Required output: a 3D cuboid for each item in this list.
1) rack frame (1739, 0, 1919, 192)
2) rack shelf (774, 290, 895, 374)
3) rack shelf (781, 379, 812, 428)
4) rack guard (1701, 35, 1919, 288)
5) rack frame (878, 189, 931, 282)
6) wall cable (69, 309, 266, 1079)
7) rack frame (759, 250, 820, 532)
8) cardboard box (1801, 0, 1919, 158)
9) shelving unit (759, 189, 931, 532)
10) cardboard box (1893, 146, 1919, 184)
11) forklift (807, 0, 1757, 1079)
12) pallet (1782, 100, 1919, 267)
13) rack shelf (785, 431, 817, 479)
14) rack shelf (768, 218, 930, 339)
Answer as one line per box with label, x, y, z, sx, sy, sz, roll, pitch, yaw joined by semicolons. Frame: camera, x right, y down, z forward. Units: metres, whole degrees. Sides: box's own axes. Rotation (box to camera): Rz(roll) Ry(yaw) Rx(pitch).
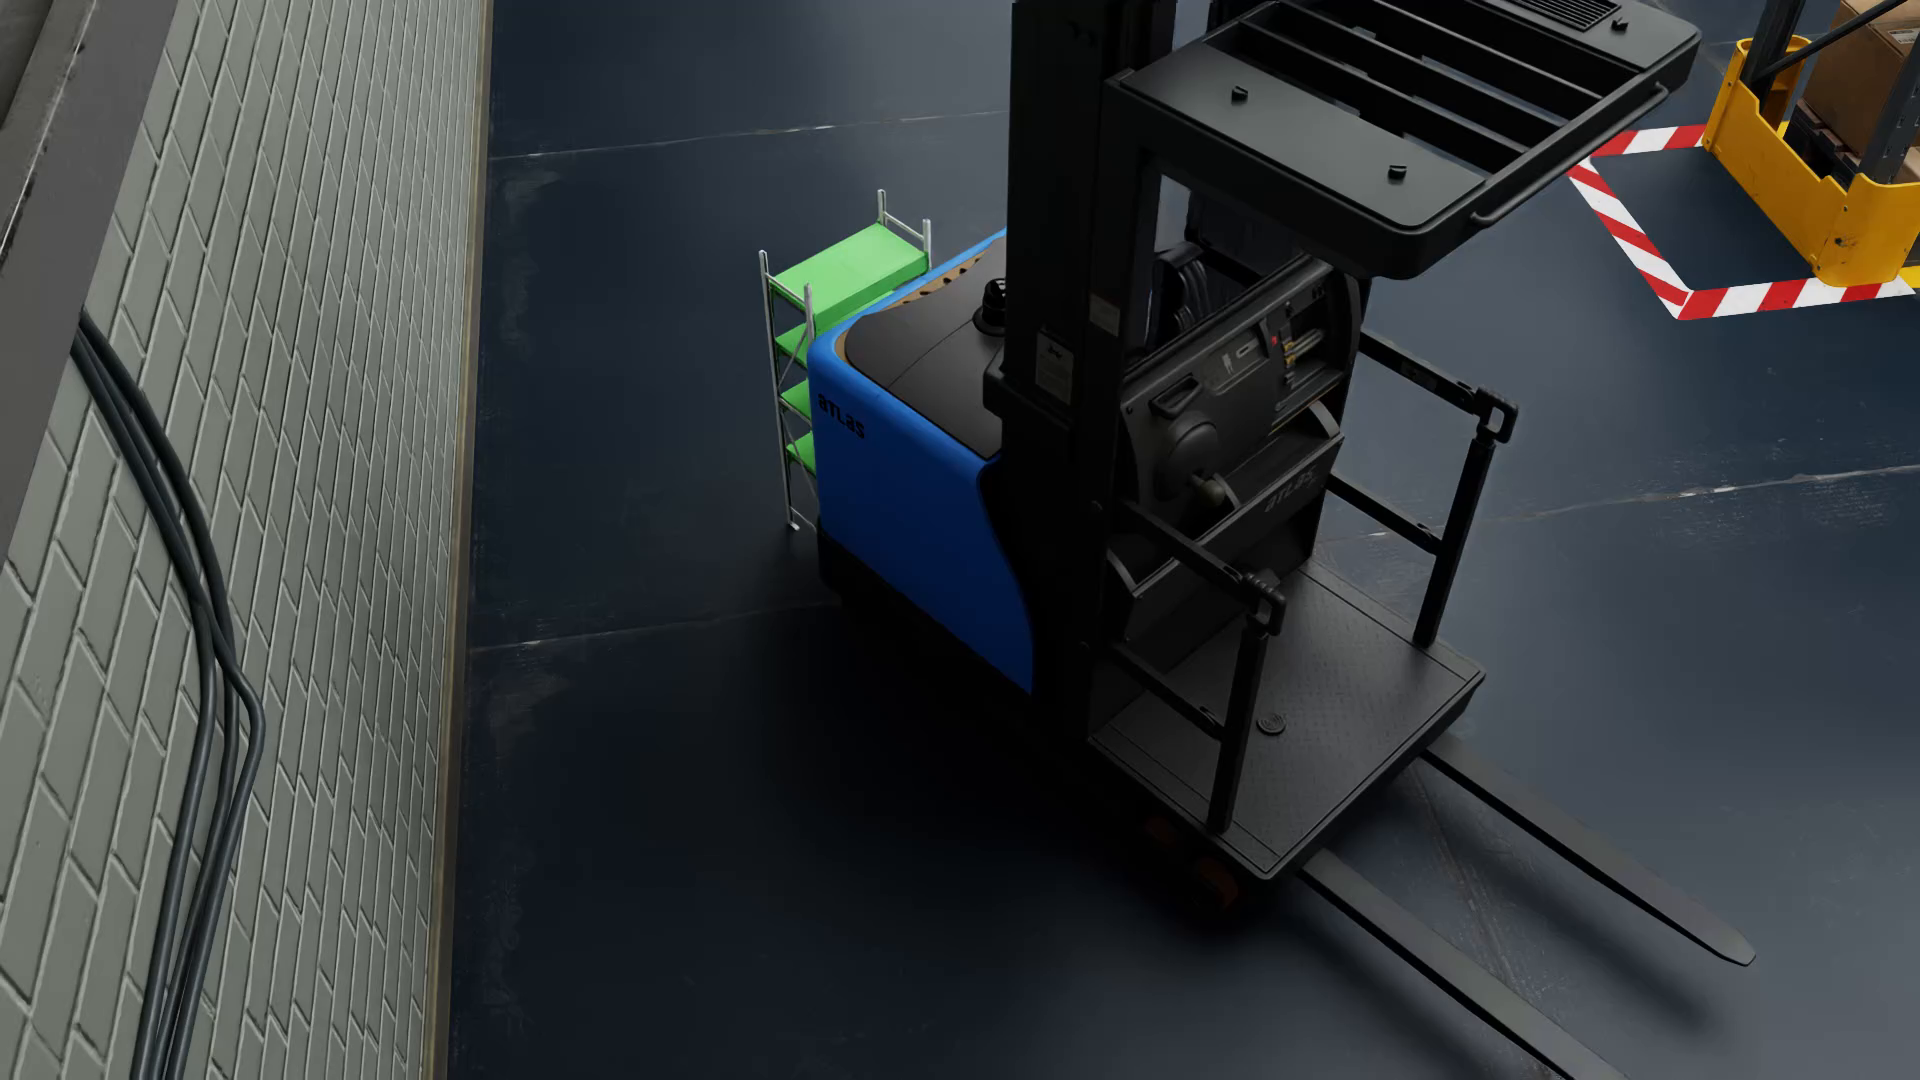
rack frame;3.638;-2.521;6.314;0.127;3.000;1.000;-7;46;-7
rack shelf;-0.359;-0.660;5.526;0.480;0.148;0.258;-34;55;-28
rack shelf;-0.359;-0.493;5.699;0.480;0.148;0.258;-34;55;-28
rack guard;3.713;-1.663;7.223;0.348;0.500;1.175;-7;46;-7
rack frame;-0.180;-0.657;5.768;0.015;1.200;0.240;-34;55;-28
wall cable;-1.148;0.430;1.461;0.112;2.526;3.097;-7;46;-7
rack frame;-0.539;-0.418;5.538;0.015;1.200;0.240;-34;55;-28
cardboard box;4.132;-2.048;7.288;0.500;0.500;0.500;-7;46;-7
shelving unit;-0.359;-0.538;5.653;0.503;1.200;0.258;-34;55;-28
cardboard box;4.109;-1.492;6.997;0.250;0.149;0.380;-7;46;-7
forklift;0.899;-0.345;4.265;1.130;2.935;3.031;-35;55;-29
pallet;4.498;-1.661;7.422;1.213;0.211;1.003;-7;46;-7
rack shelf;-0.359;-0.327;5.872;0.480;0.148;0.258;-34;55;-28
rack shelf;-0.359;-0.826;5.353;0.480;0.148;0.258;-34;55;-28
